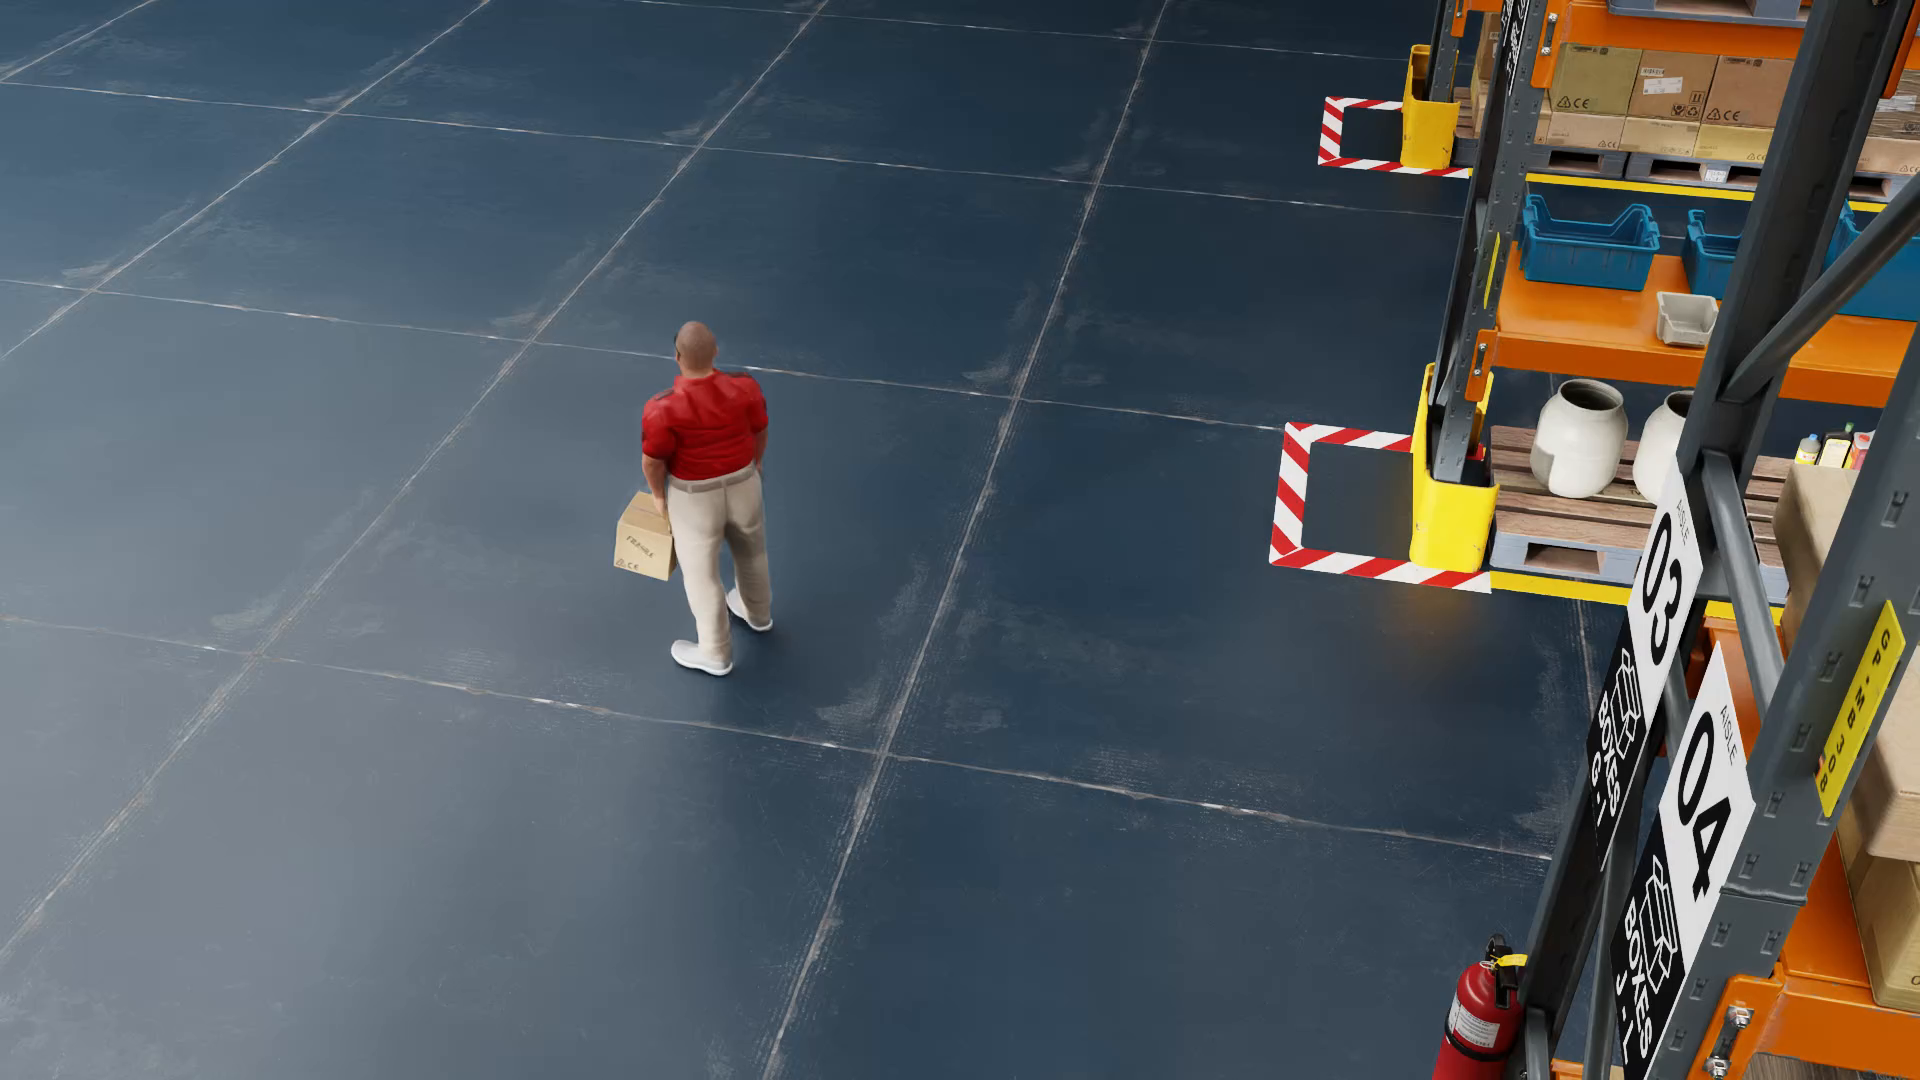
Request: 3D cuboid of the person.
[{"bbox_3d":[-1.113,-0.232,7.270,0.576,1.730,0.523,-18,40,-22],"label":"person"}]
